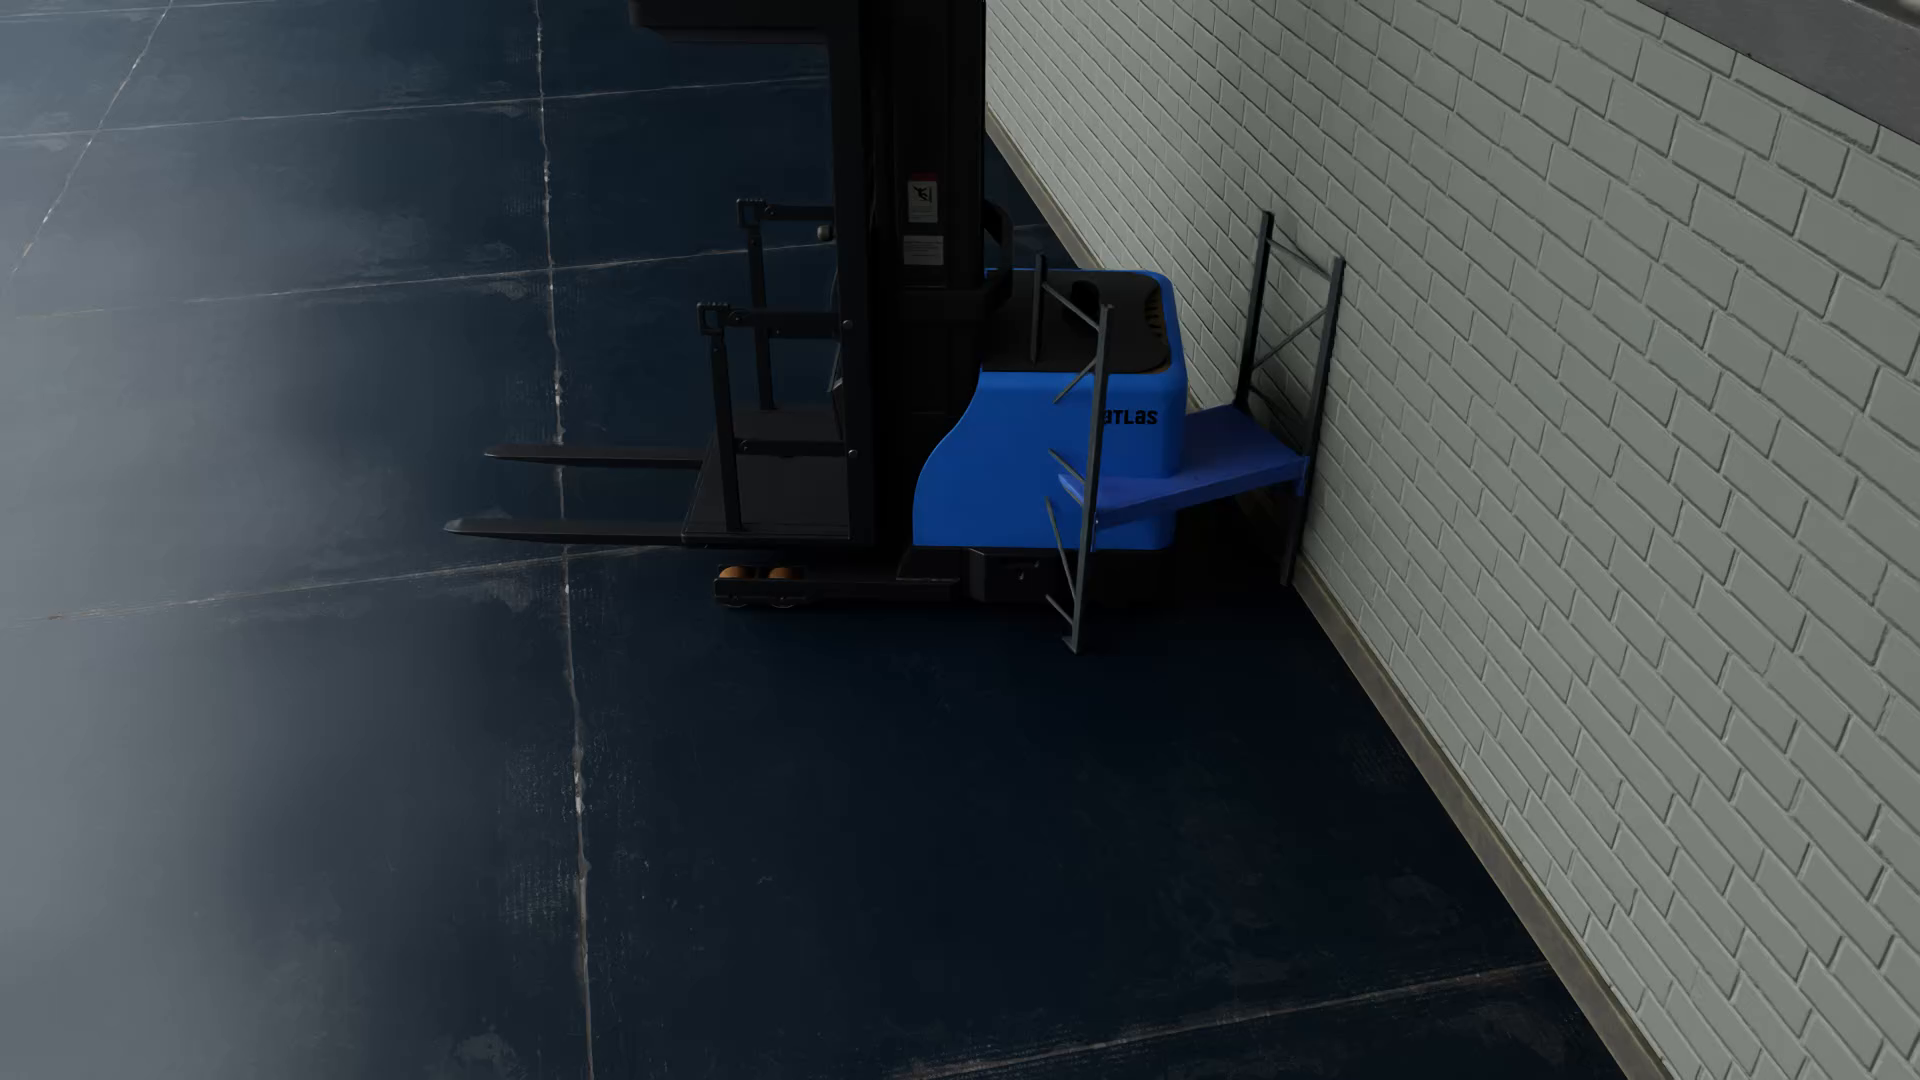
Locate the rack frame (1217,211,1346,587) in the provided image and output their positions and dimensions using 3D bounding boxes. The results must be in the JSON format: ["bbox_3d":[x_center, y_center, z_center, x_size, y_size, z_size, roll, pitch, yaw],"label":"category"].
[{"bbox_3d":[1.285,-0.537,6.740,0.032,1.500,0.500,-15,37,-23],"label":"rack frame"}]

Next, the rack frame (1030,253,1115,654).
[{"bbox_3d":[0.382,-0.302,6.335,0.032,1.500,0.500,-15,37,-23],"label":"rack frame"}]

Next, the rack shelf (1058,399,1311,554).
[{"bbox_3d":[0.827,-0.270,6.637,1.000,0.185,0.538,-15,37,-23],"label":"rack shelf"}]

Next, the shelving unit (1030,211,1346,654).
[{"bbox_3d":[0.833,-0.419,6.537,1.048,1.500,0.538,-15,37,-23],"label":"shelving unit"}]

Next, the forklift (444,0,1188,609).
[{"bbox_3d":[-0.622,-1.229,6.452,3.031,2.935,1.130,1,34,2],"label":"forklift"}]
